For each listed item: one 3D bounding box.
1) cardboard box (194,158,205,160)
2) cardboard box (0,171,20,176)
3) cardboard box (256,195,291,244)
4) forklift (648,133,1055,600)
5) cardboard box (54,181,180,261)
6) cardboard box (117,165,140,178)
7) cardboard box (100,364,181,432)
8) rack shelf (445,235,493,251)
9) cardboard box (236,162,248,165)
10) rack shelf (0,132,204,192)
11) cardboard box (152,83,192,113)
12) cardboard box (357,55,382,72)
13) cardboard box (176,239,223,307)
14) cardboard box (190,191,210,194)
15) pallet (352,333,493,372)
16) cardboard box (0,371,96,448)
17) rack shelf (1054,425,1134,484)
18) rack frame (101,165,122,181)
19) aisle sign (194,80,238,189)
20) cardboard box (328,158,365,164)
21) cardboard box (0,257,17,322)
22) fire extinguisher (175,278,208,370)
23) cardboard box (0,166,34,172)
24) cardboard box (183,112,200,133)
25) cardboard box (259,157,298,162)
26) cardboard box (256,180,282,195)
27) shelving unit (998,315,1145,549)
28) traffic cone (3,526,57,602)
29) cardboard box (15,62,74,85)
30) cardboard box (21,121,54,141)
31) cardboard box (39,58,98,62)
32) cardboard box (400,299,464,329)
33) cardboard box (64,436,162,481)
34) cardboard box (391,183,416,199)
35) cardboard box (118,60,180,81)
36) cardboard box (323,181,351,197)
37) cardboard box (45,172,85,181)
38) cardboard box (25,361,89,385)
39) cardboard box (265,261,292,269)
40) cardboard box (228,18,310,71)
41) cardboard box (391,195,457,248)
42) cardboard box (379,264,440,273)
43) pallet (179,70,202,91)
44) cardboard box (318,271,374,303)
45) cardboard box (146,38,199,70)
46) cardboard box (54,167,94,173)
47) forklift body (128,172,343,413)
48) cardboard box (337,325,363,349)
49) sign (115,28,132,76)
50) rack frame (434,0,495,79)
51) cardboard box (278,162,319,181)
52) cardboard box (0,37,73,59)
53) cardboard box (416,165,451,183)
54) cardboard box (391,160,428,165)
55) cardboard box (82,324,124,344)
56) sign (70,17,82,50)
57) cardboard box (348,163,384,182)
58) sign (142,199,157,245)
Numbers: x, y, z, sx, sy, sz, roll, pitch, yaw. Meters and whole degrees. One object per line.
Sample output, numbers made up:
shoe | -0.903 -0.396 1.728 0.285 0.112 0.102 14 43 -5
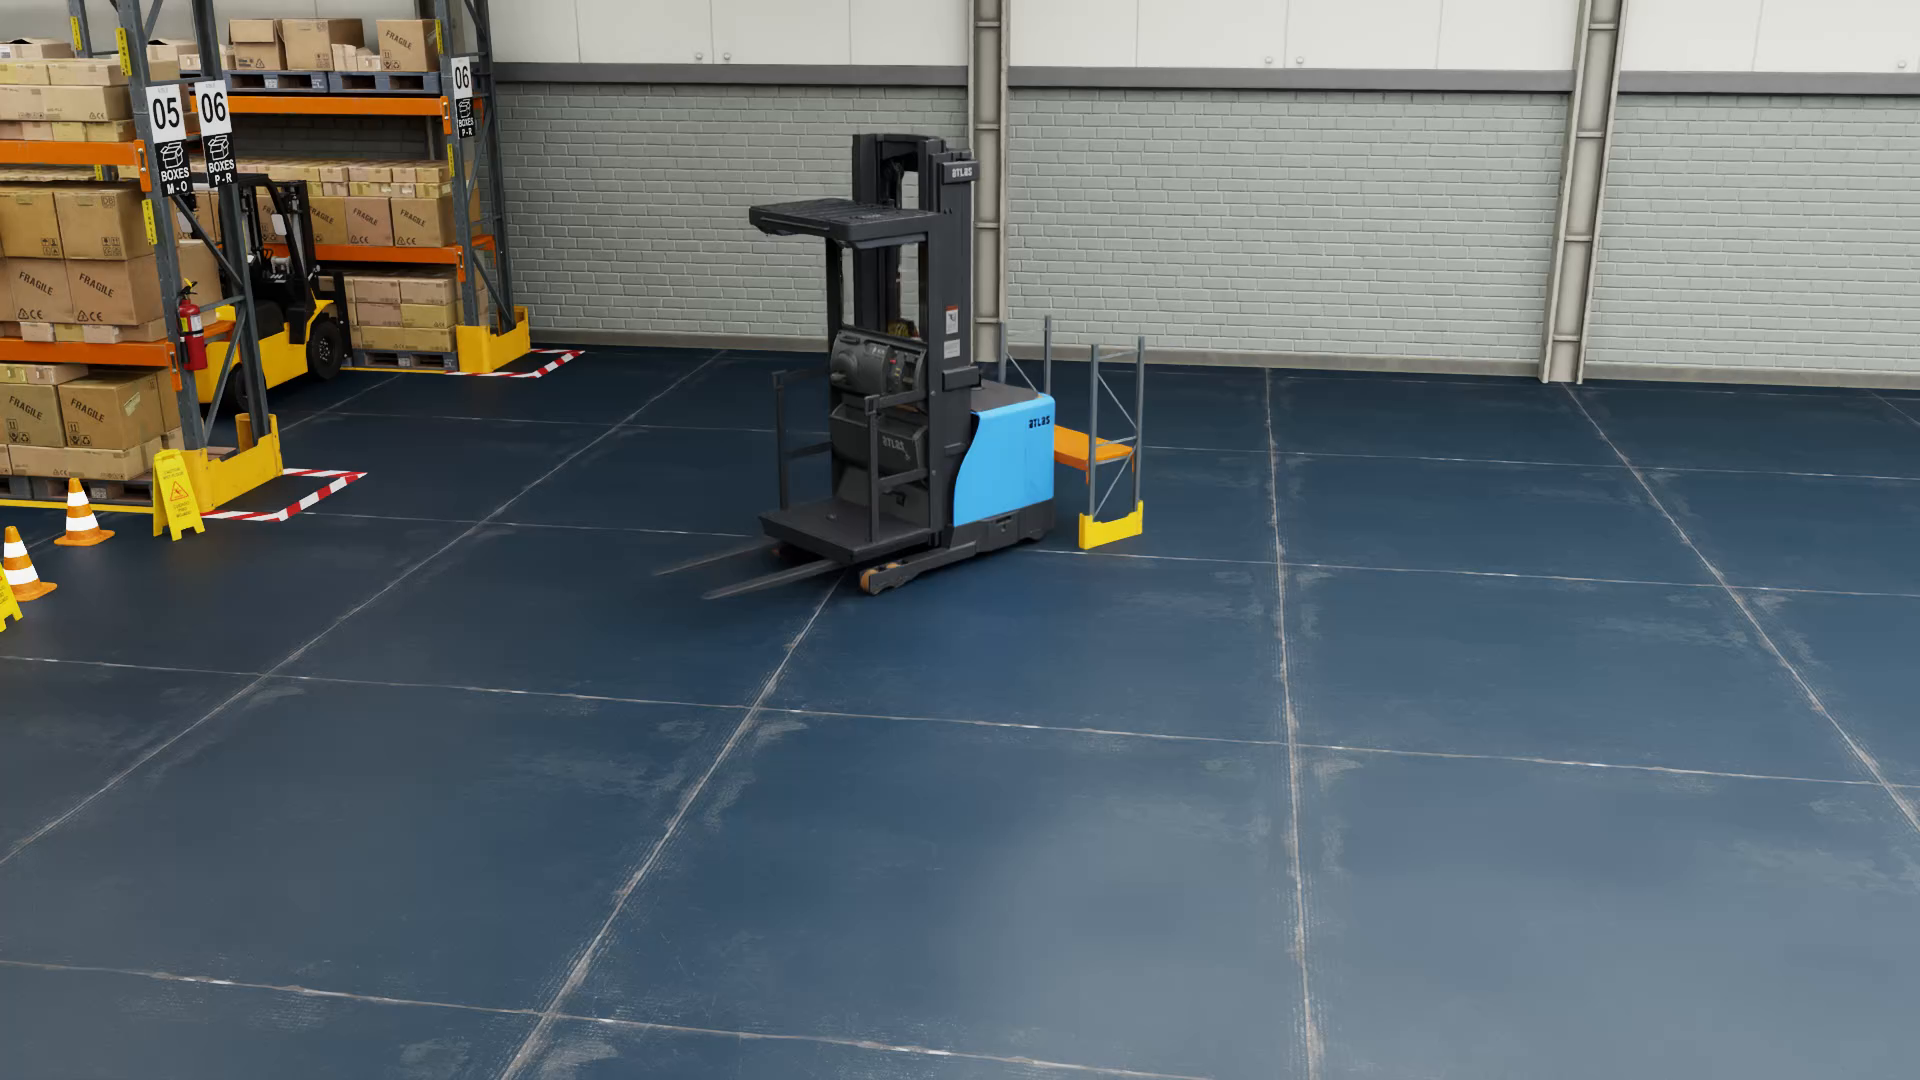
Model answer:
cardboard box | -8.159 -4.111 18.215 0.250 0.149 0.380 3 19 8
cardboard box | -10.420 -3.915 18.096 0.250 0.149 0.380 2 19 7
cardboard box | -7.120 -3.437 17.689 0.500 0.500 0.500 3 19 9
forklift | -0.718 -1.210 11.299 3.031 2.935 1.130 -16 25 -40
cardboard box | -6.400 -2.435 12.651 0.500 0.500 0.700 2 19 7
cardboard box | -8.759 -3.959 17.758 0.250 0.149 0.380 3 19 10
cardboard box | -6.637 -1.194 13.634 0.500 0.500 0.500 2 19 7
rack shelf | -7.052 -3.222 18.032 3.809 0.124 0.919 3 19 9
cardboard box | -7.735 -3.914 17.625 0.250 0.149 0.380 3 19 8
rack shelf | -7.836 -2.997 12.939 4.000 0.370 1.077 3 19 9
cardboard box | -6.315 -3.416 12.826 0.500 0.250 0.500 3 19 8
cardboard box | -5.944 -4.867 16.970 0.250 0.149 0.380 2 19 7
cardboard box | -6.285 -2.114 13.268 0.500 0.500 0.500 3 19 8
cardboard box | -8.005 -3.775 17.680 0.250 0.149 0.380 3 19 10
pallet | -5.839 -2.073 18.166 1.213 0.211 1.003 3 19 9
cardboard box | -7.209 -1.050 13.202 0.500 0.500 0.500 4 19 11
rack shelf | 0.811 -0.664 12.491 0.538 0.185 1.000 -14 23 -36
rack frame | -9.027 -3.571 18.250 0.127 3.000 1.000 3 19 9
aisle sign | -5.751 -3.142 12.868 0.004 0.787 0.394 3 19 9
cardboard box | -6.641 -4.049 18.029 0.250 0.149 0.380 2 19 7
cardboard box | -7.428 -1.997 12.919 0.500 0.500 0.500 3 19 8
fire extinguisher | -5.821 -1.628 12.564 0.183 0.674 0.296 3 19 9
cardboard box | -10.590 -4.092 18.626 0.250 0.149 0.380 3 19 8
cardboard box | -6.137 -3.237 12.918 0.250 0.149 0.380 3 19 9
cardboard box | -7.405 -4.072 18.096 0.250 0.149 0.380 3 19 8
cardboard box | -7.230 -3.744 17.586 0.250 0.149 0.380 3 19 8
shelving unit | -7.209 -1.279 13.289 11.967 1.800 12.529 -14 23 -36
traffic cone | -6.331 0.135 11.169 0.334 0.463 0.336 3 19 9
cardboard box | -6.745 -3.453 12.308 0.250 0.149 0.380 3 19 8
cardboard box | -6.766 -3.075 12.434 0.250 0.149 0.380 3 19 10
cardboard box | -6.904 -3.654 12.908 0.250 0.149 0.380 3 19 8
cardboard box | -5.608 -2.429 17.719 0.500 0.250 0.500 3 19 8
cardboard box | -6.726 -0.668 13.243 0.500 0.250 0.500 3 19 8
cardboard box | -5.721 -3.658 17.330 0.250 0.149 0.380 3 19 10
cardboard box | -6.180 -3.578 12.682 0.250 0.149 0.380 3 19 8
cardboard box | -6.482 -3.705 17.470 0.250 0.149 0.380 2 19 7
cardboard box | -9.657 -3.881 17.996 0.250 0.149 0.380 3 19 8
cardboard box | -7.067 -1.329 13.016 0.250 0.149 0.380 3 19 10
cardboard box | -7.510 -2.926 18.417 0.500 0.250 0.500 3 19 9
cardboard box | -7.120 -5.158 17.283 0.637 0.503 0.797 4 19 10
cardboard box | -5.605 -3.360 17.460 0.500 0.500 0.500 3 19 7
cardboard box | -6.016 -2.847 18.180 0.500 0.250 0.500 3 19 9
pallet | -8.181 -4.917 17.684 1.213 0.211 1.003 3 19 9
cardboard box | -6.587 -2.711 17.774 0.500 0.250 0.500 3 19 9
cardboard box | -8.244 -5.080 17.352 0.500 0.311 0.500 3 19 10
cardboard box | -9.843 -4.054 18.513 0.250 0.149 0.380 3 19 8
forklift body | -7.239 -2.492 16.360 1.214 2.155 2.313 3 19 9
cardboard box | -6.574 -2.246 17.960 0.500 0.250 0.500 3 19 9
sign | -5.969 -3.484 11.867 0.005 0.325 0.100 3 19 9
rack frame | -5.078 -6.215 16.696 0.127 3.000 1.000 3 19 9
cardboard box | -6.980 -3.894 17.564 0.250 0.149 0.380 3 19 9
cardboard box | -9.780 -5.158 17.586 0.500 0.311 0.500 2 19 7
cardboard box | -5.465 -3.818 17.339 0.250 0.149 0.380 3 19 9
cardboard box | -5.891 -3.983 17.830 0.250 0.149 0.380 3 19 10
cardboard box | -6.532 -1.626 12.830 0.250 0.149 0.380 3 19 8
sign | -9.103 -5.218 17.132 0.005 0.325 0.100 3 19 9
cardboard box | -6.210 -3.861 17.468 0.250 0.149 0.380 3 19 9
sign | -5.969 -2.341 12.250 0.005 0.325 0.100 3 19 9
